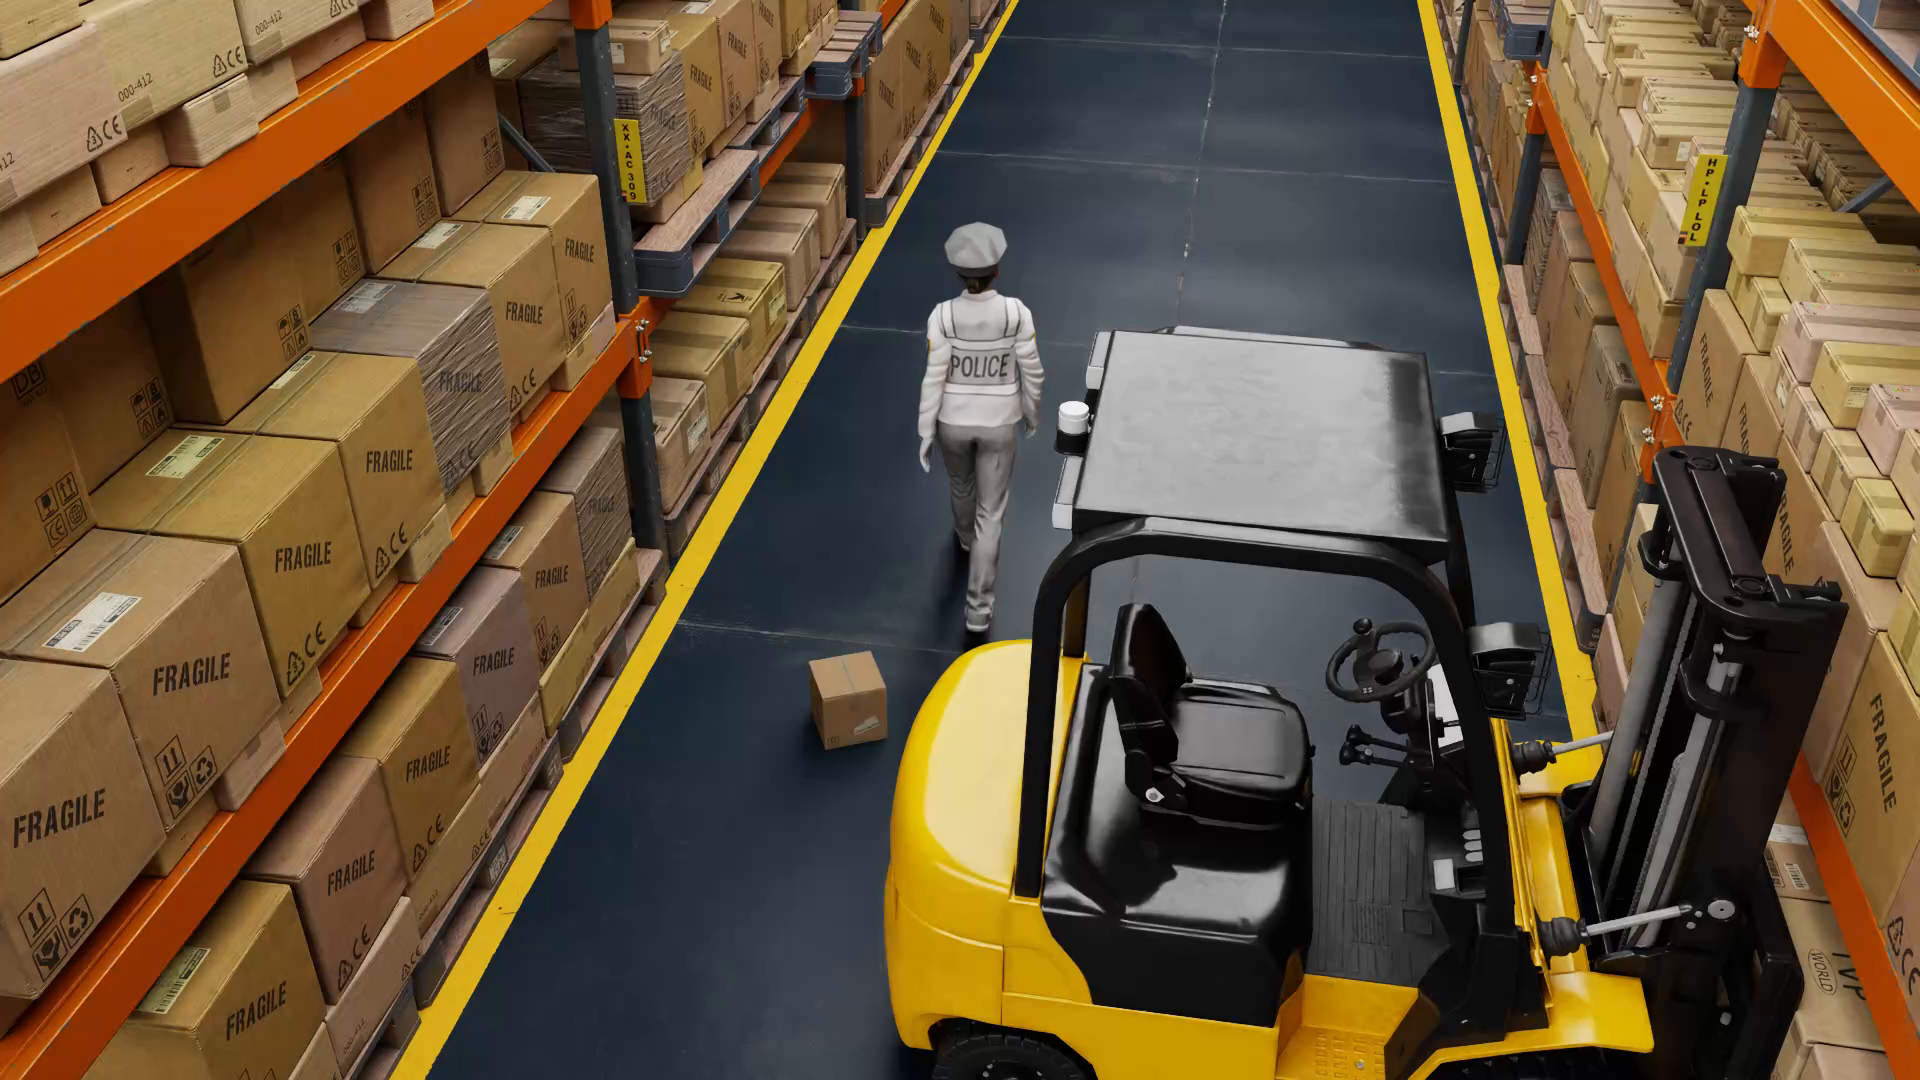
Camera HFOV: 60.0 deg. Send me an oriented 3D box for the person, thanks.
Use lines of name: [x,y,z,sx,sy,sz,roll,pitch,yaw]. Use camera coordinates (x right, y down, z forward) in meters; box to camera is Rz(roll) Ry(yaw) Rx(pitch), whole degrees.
person: [0.090,-0.503,6.915,0.512,1.626,1.030,3,33,4]
